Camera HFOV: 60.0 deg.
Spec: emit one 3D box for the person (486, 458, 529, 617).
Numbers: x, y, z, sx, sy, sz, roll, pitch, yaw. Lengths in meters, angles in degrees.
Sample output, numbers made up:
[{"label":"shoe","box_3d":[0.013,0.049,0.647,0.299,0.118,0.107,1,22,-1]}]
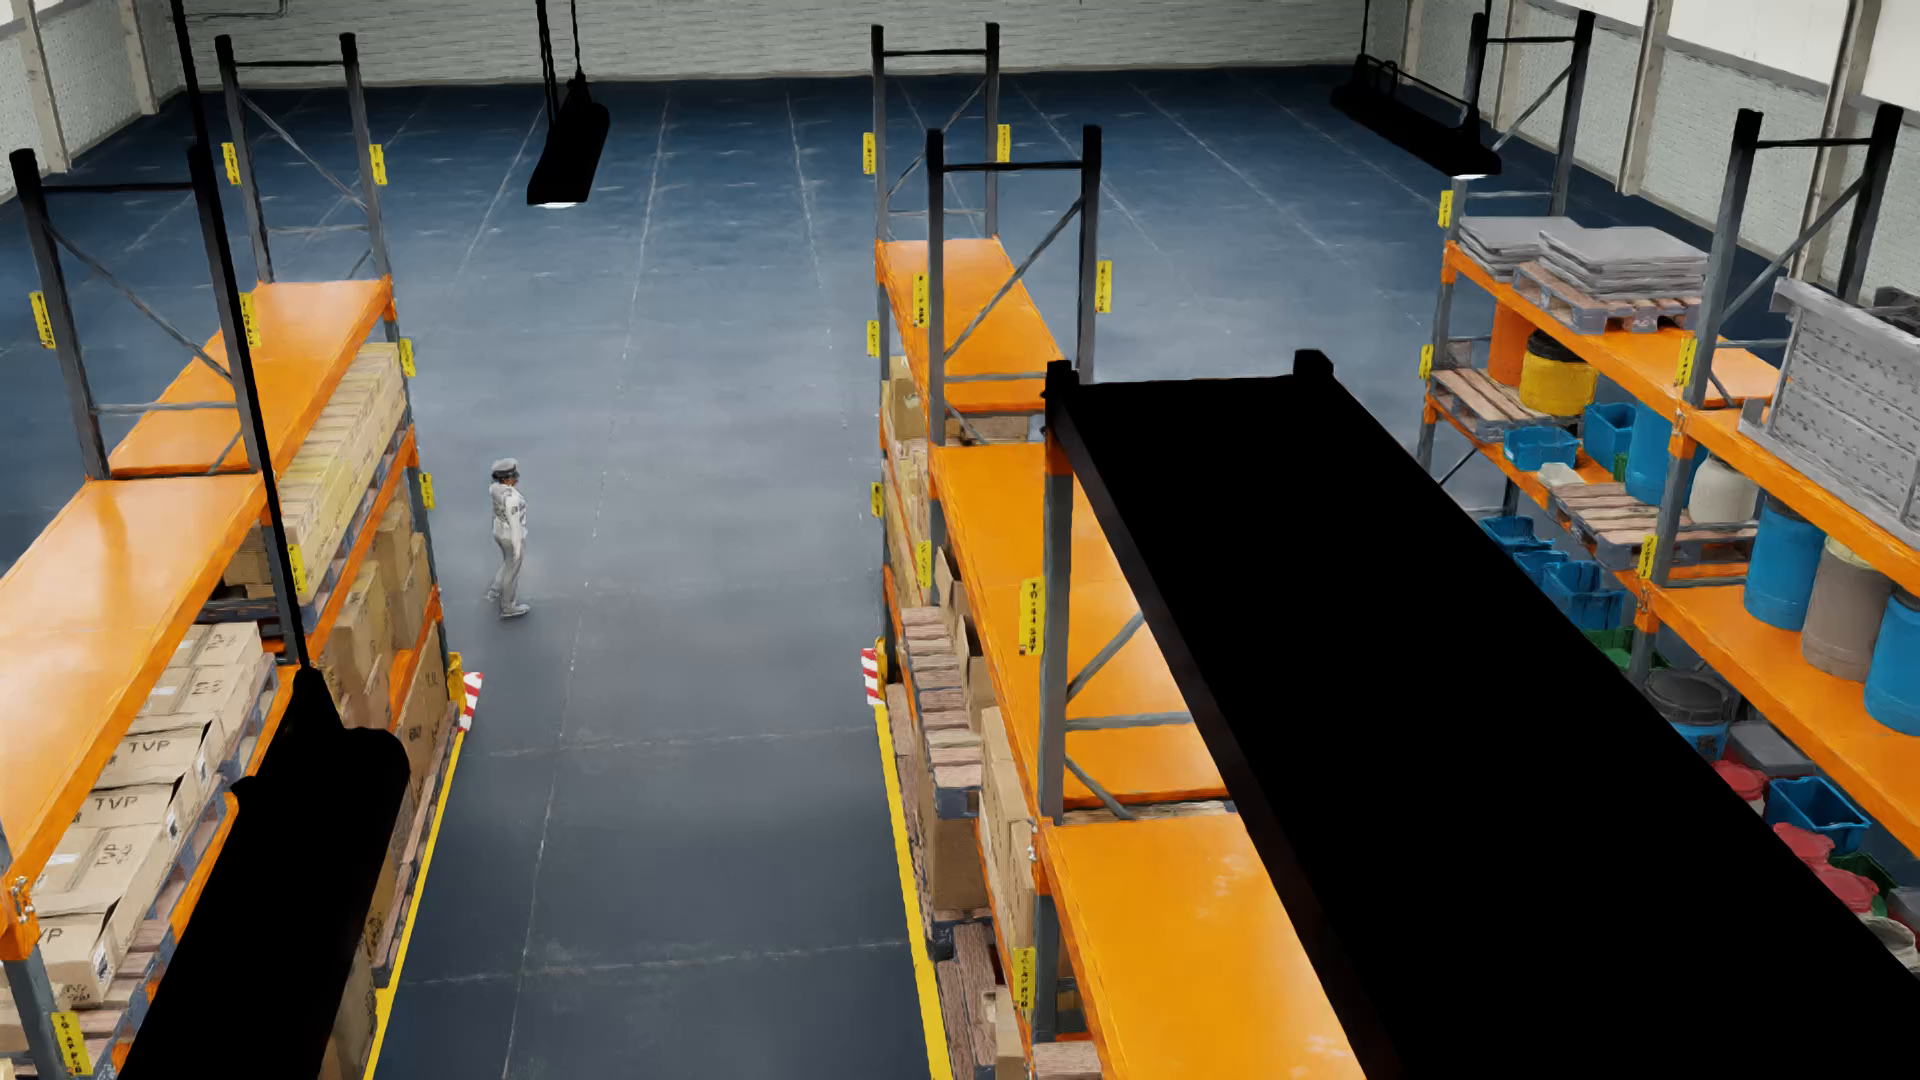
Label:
[{"label":"person","box_3d":[-4.548,-0.026,16.615,0.450,1.659,0.630,-20,32,-35]}]
